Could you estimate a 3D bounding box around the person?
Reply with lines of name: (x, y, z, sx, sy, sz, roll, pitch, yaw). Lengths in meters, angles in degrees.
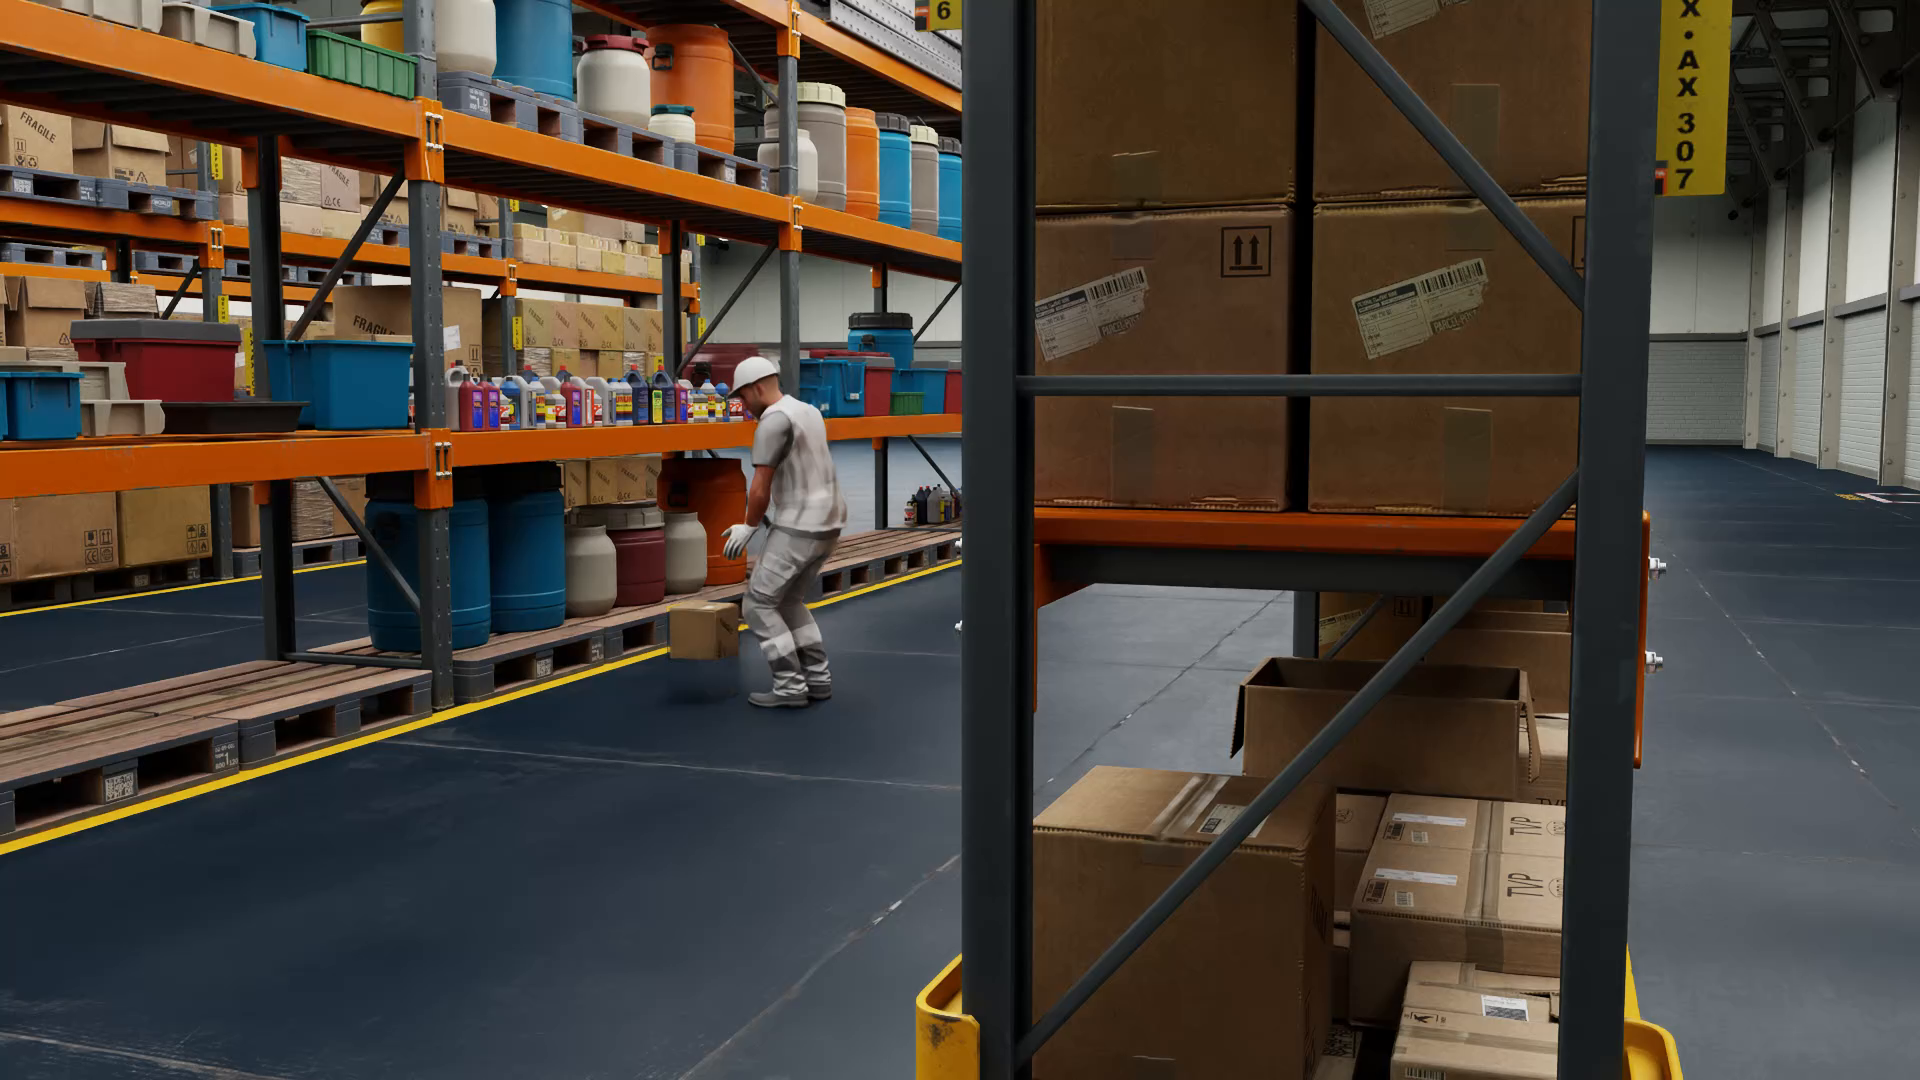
person: (-0.844, -0.041, 7.960, 0.558, 1.666, 0.560, 2, 5, 20)
